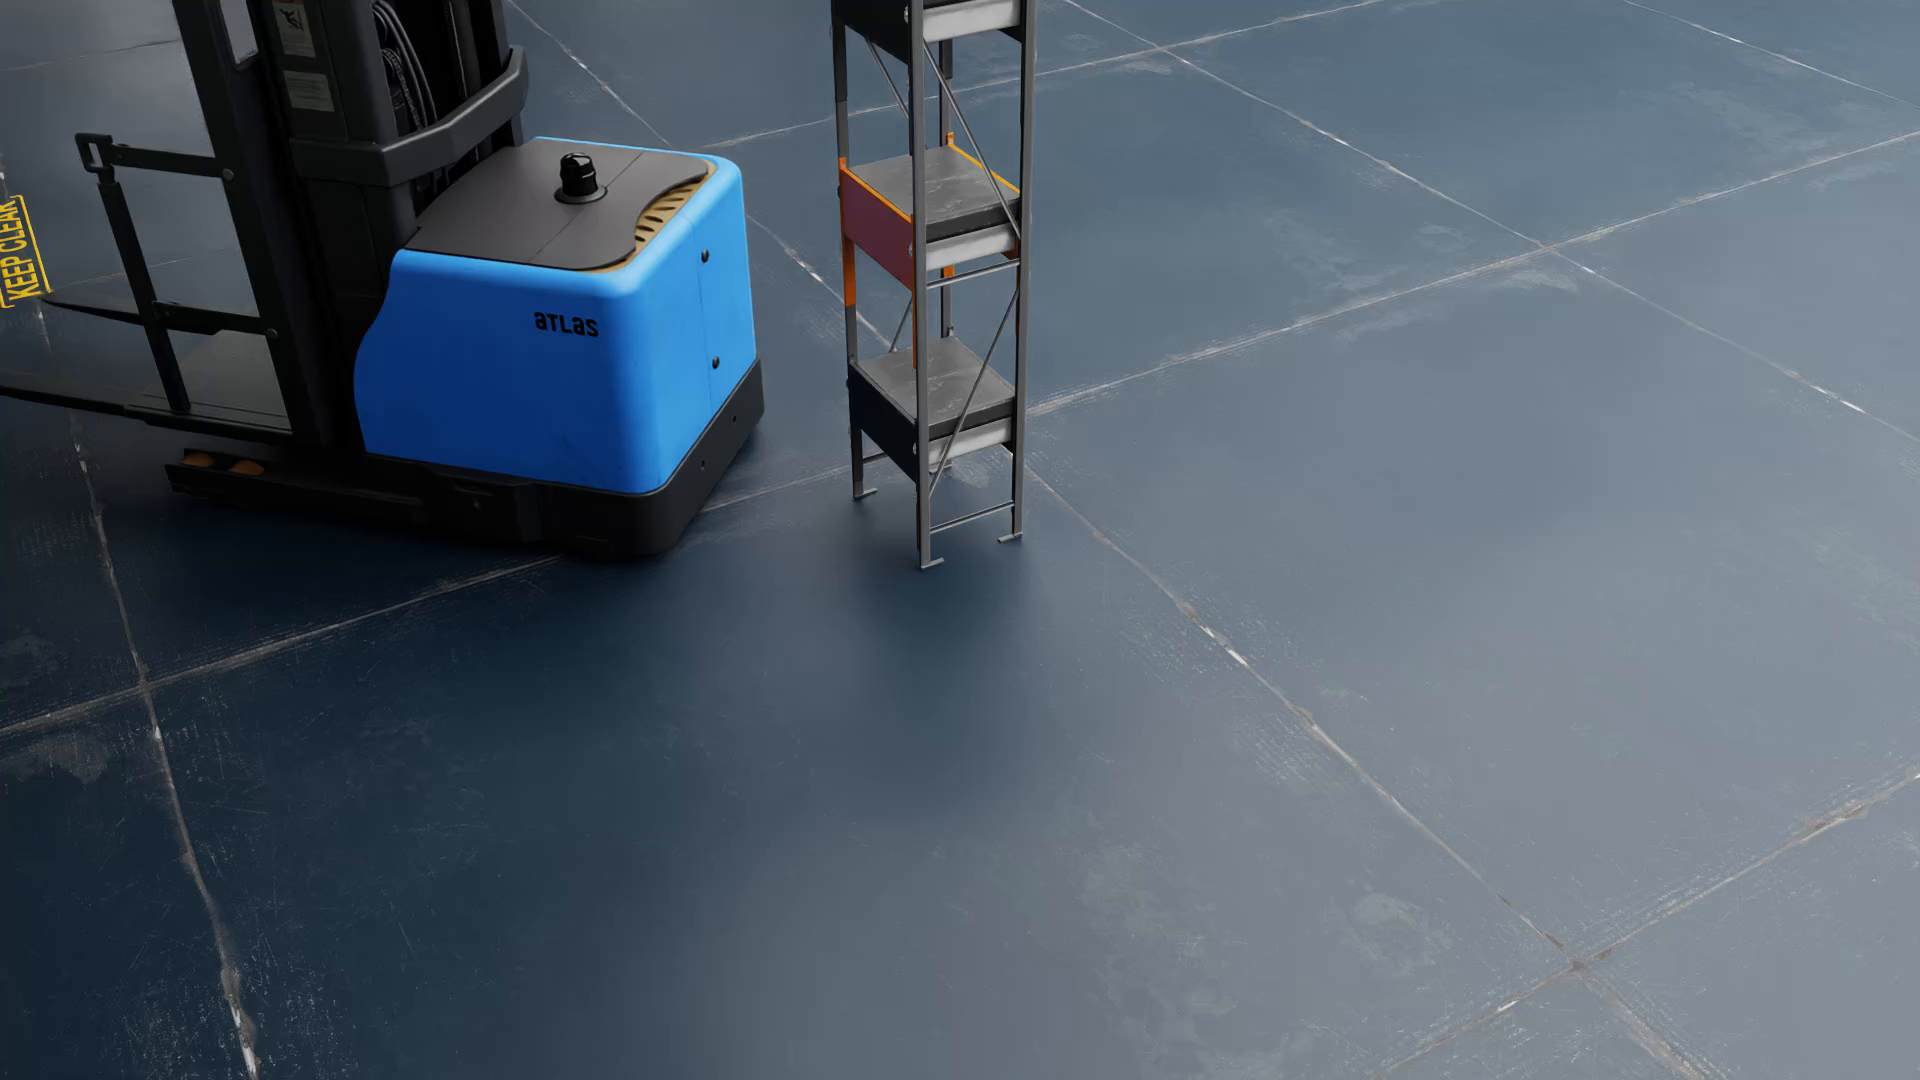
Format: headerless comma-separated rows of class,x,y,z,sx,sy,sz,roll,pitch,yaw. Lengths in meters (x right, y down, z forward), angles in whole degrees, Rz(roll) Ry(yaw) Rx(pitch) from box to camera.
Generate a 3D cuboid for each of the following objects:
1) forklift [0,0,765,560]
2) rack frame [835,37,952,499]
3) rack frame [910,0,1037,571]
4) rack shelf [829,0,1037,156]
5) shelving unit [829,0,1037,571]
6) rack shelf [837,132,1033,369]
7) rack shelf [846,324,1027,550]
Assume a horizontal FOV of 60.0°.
forklift,-2.314,-1.589,5.440,3.031,2.935,1.130,9,37,12
rack frame,-0.206,-1.057,5.417,0.400,2.100,0.015,-19,40,-24
rack frame,0.039,-0.808,5.076,0.400,2.100,0.015,-19,40,-24
rack shelf,-0.083,-1.487,4.841,0.431,0.518,0.480,-19,40,-24
shelving unit,-0.083,-0.932,5.246,0.431,2.100,0.503,-19,40,-24
rack shelf,-0.083,-0.921,5.254,0.431,0.518,0.480,-19,40,-24
rack shelf,-0.083,-0.356,5.667,0.431,0.518,0.480,-19,40,-24
